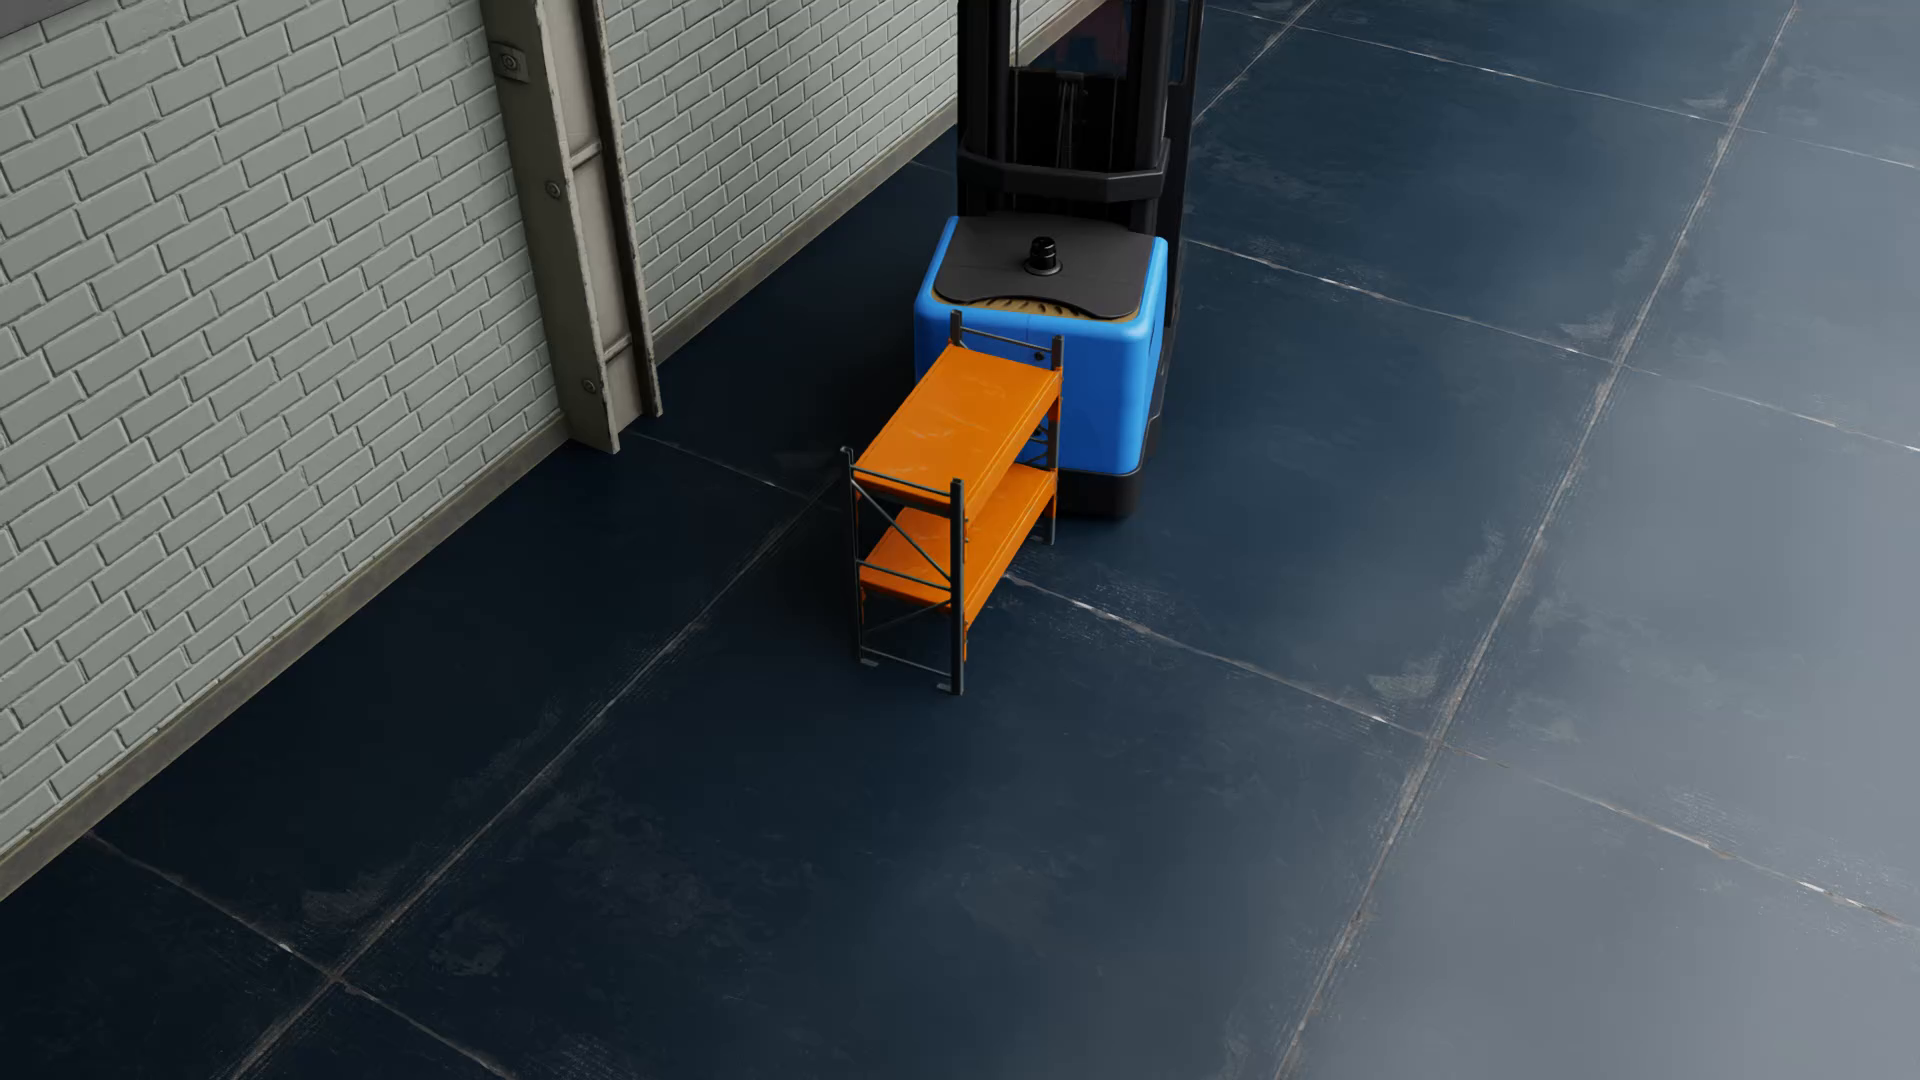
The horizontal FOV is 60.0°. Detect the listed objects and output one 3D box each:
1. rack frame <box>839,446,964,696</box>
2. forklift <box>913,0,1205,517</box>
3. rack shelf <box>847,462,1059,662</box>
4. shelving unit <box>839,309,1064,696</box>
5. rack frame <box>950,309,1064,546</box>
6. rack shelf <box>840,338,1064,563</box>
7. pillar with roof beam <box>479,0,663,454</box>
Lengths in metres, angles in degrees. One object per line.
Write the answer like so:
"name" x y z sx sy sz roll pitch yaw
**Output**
"rack frame" -0.219 0.144 6.551 0.500 1.125 0.032 16 44 18
"forklift" 0.579 -2.187 7.831 1.130 2.935 3.031 8 42 8
"rack shelf" -0.013 0.020 7.061 0.538 0.278 1.000 16 44 18
"shelving unit" -0.013 -0.163 6.900 0.538 1.125 1.048 16 44 18
"rack frame" 0.193 -0.470 7.248 0.500 1.125 0.032 16 44 18
"rack shelf" -0.013 -0.383 6.706 0.538 0.278 1.000 16 44 18
"pillar with roof beam" 2.019 -2.529 3.629 9.100 9.000 0.400 21 45 22
